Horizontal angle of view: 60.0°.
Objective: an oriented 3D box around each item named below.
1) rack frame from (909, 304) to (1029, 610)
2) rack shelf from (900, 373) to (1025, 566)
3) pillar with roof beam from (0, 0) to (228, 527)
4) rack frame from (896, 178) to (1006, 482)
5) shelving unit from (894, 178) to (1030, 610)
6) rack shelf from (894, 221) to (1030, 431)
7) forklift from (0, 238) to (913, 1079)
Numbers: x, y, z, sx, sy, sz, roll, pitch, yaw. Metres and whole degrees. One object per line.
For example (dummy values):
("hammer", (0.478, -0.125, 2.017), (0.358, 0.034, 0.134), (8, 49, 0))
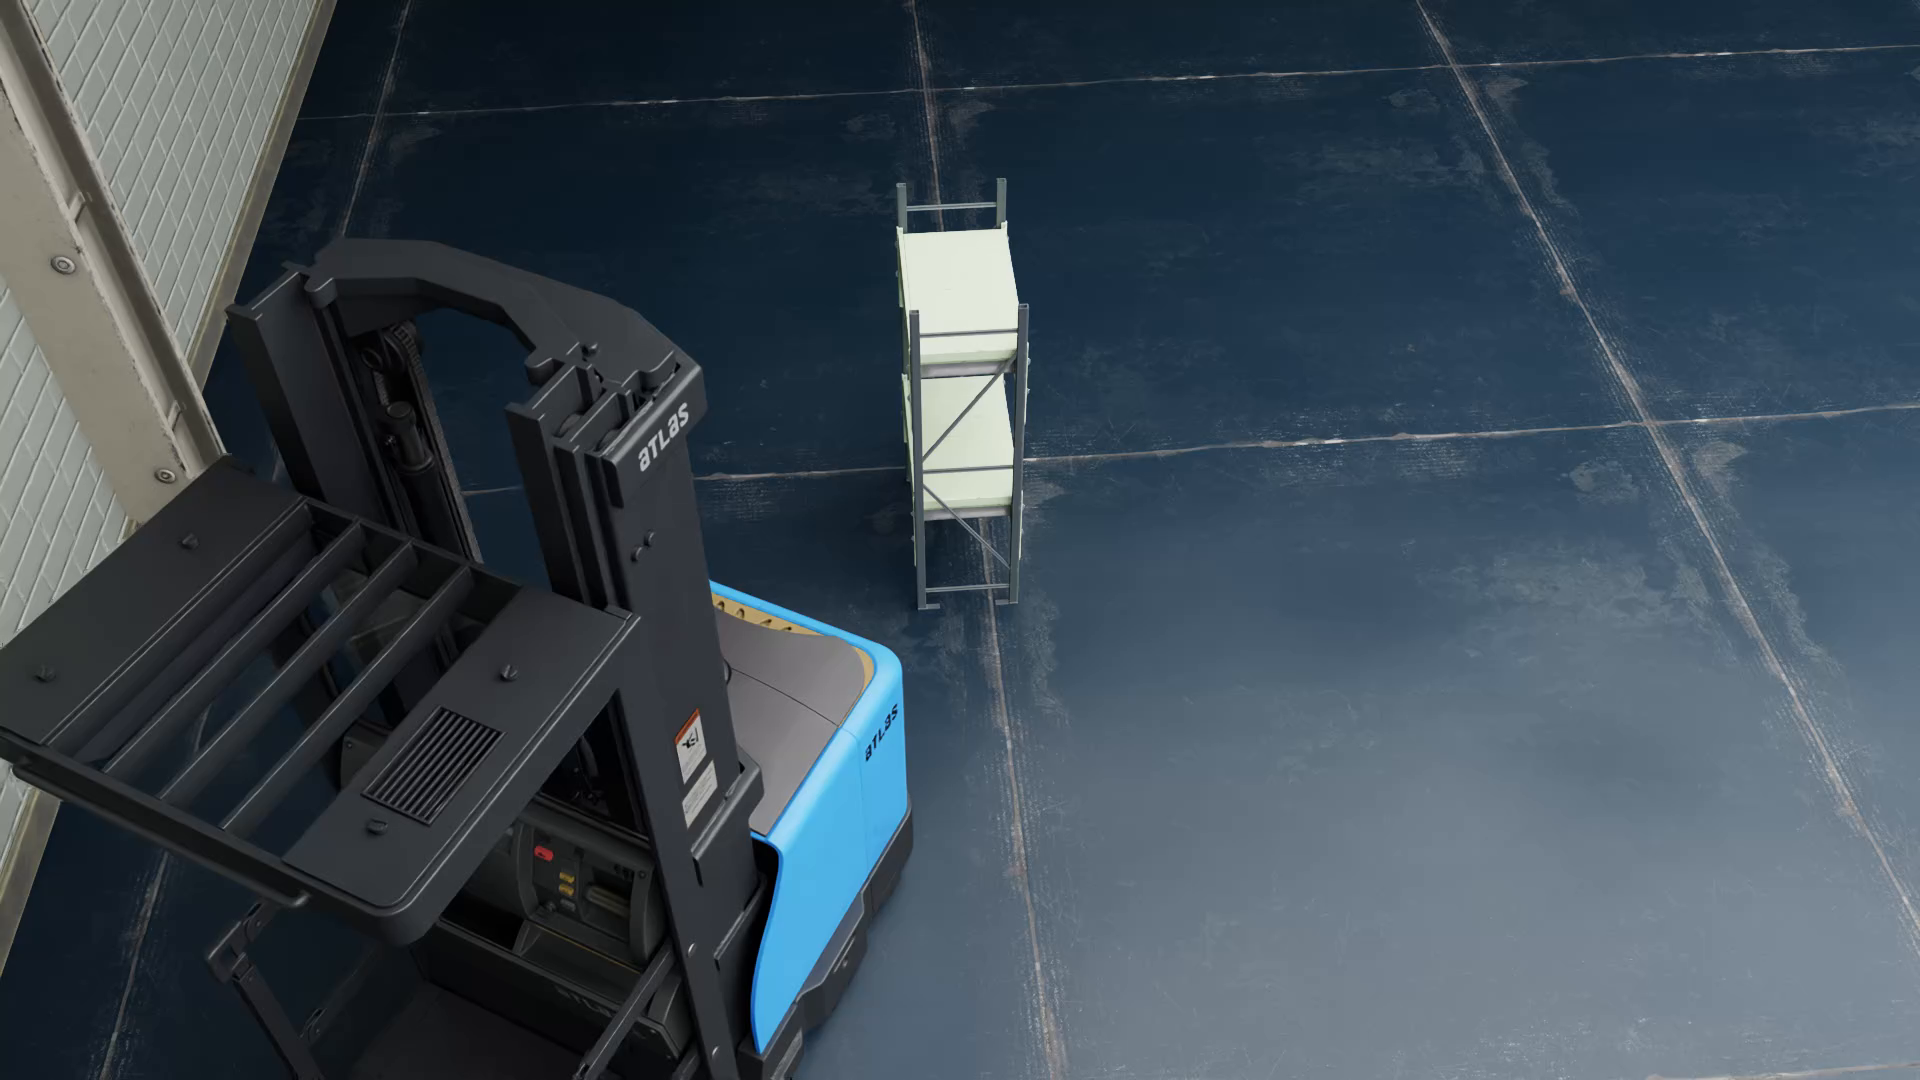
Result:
("rack frame", (0.030, -0.256, 6.096), (0.400, 1.500, 0.023), (-3, 47, -3))
("rack shelf", (-0.001, -0.296, 6.583), (0.431, 0.370, 0.720), (-3, 47, -3))
("pillar with roof beam", (1.043, -3.488, 3.992), (9.100, 9.000, 0.400), (-3, 47, -3))
("rack frame", (-0.031, -0.785, 6.597), (0.400, 1.500, 0.023), (-3, 47, -3))
("shelving unit", (-0.001, -0.521, 6.347), (0.431, 1.500, 0.755), (-3, 47, -3))
("rack shelf", (-0.001, -0.789, 6.063), (0.431, 0.370, 0.720), (-3, 47, -3))
("forklift", (-1.256, 0.888, 4.027), (1.130, 2.935, 3.031), (19, 50, 17))
